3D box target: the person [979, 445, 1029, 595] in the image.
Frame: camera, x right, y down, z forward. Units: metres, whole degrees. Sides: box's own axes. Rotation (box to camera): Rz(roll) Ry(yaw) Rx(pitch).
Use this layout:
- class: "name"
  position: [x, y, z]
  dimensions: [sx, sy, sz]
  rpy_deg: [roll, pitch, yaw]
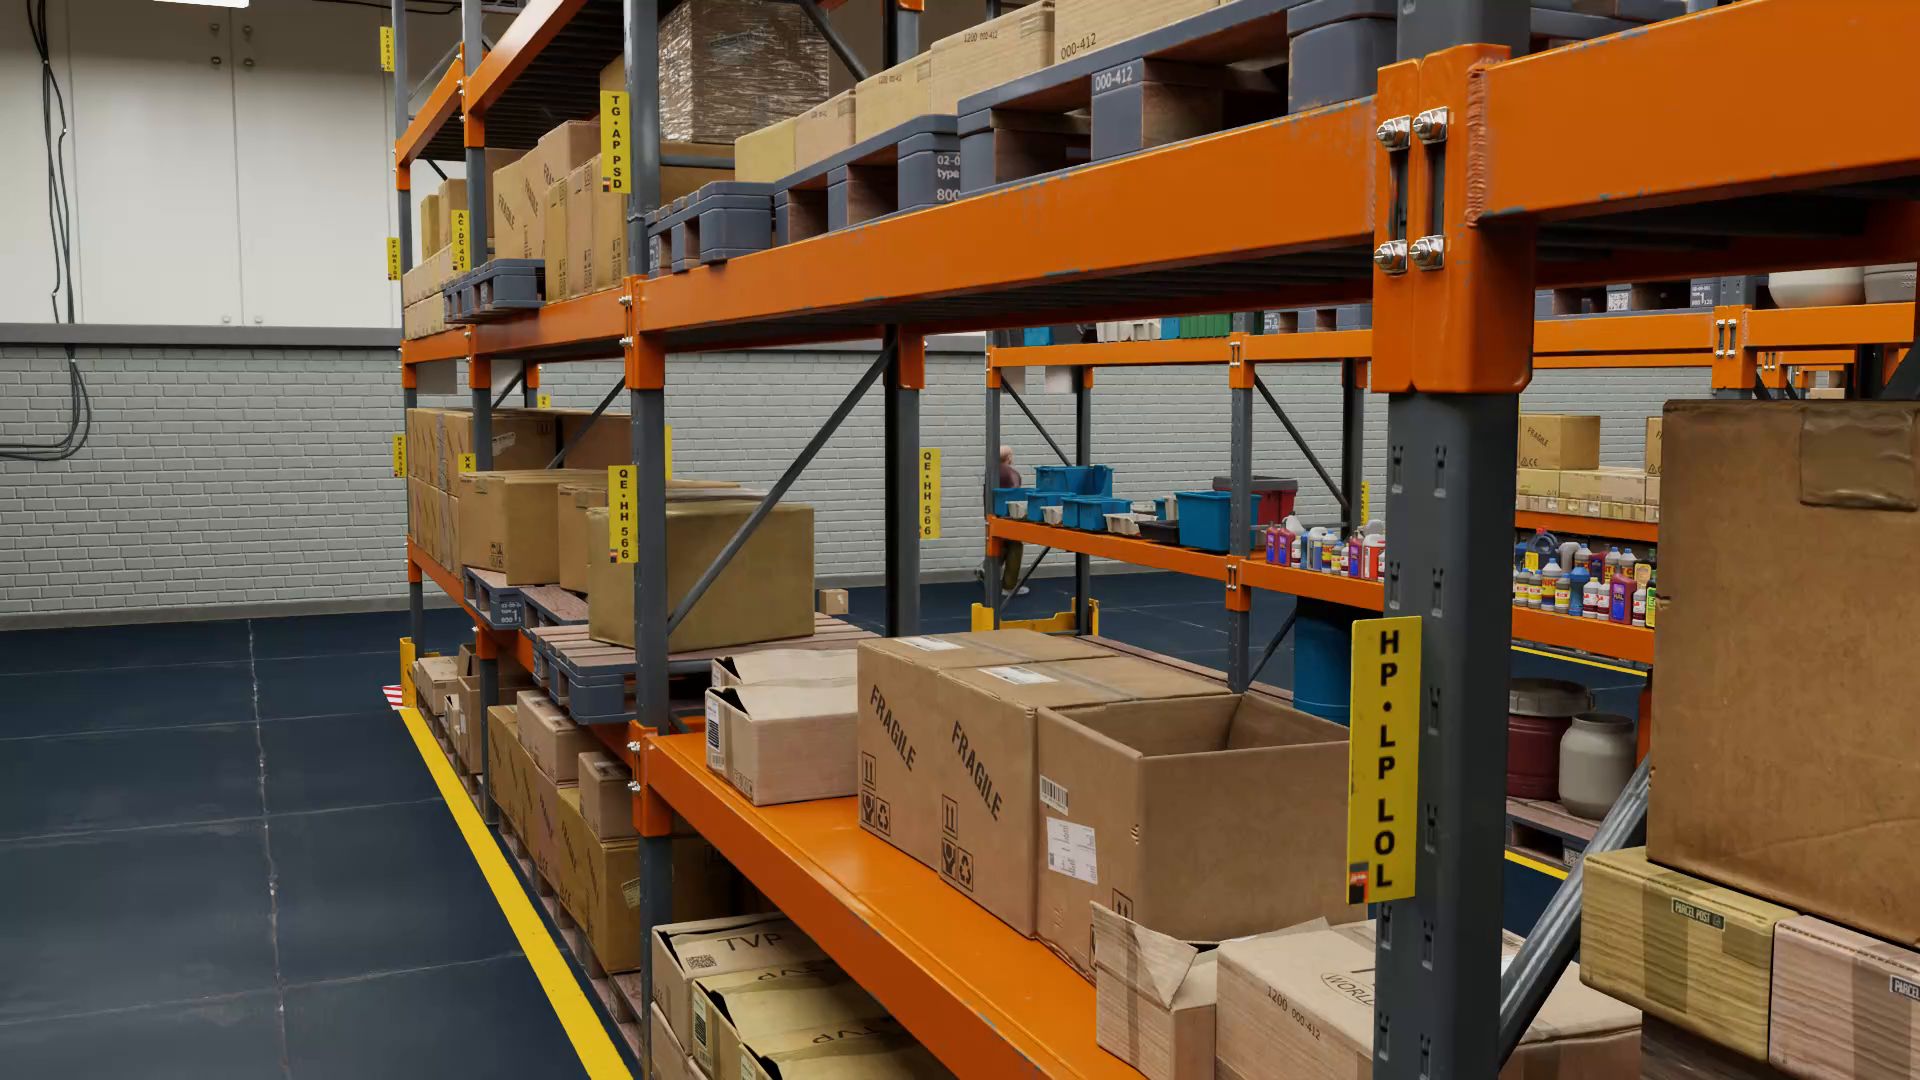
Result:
- class: "person"
  position: [0.536, -0.234, 19.469]
  dimensions: [0.584, 1.763, 0.596]
  rpy_deg: [-4, 7, -37]
